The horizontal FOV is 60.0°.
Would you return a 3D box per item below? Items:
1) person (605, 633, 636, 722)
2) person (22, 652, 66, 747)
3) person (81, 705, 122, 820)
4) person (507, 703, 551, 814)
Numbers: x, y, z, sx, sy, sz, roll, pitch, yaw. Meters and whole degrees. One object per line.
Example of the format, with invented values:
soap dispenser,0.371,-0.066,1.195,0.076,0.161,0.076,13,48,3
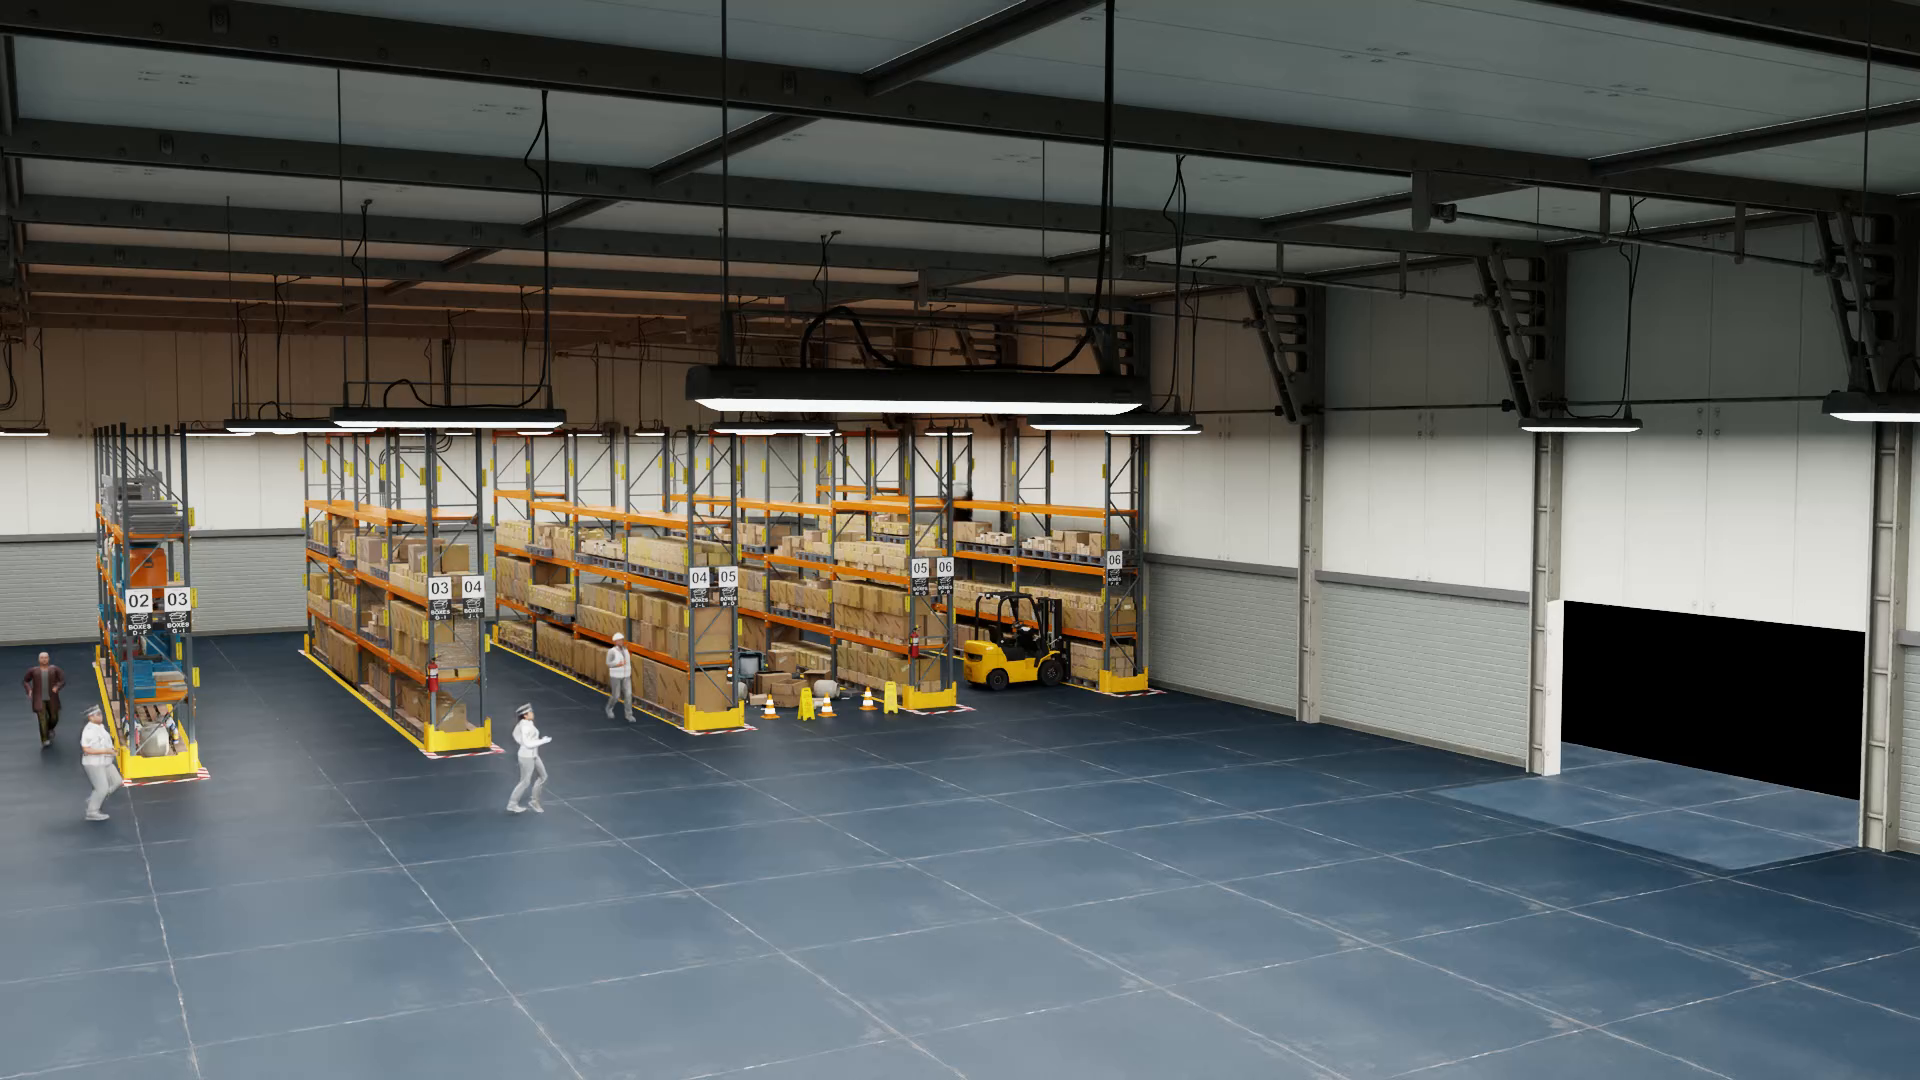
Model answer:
person,-6.879,2.765,33.673,0.661,1.767,0.906,-3,5,-43
person,-17.138,3.071,31.135,0.716,1.529,0.833,-2,4,-33
person,-12.888,3.330,24.988,0.602,1.737,0.652,0,3,-5
person,-6.567,3.342,25.356,0.684,1.734,0.592,0,3,-7
